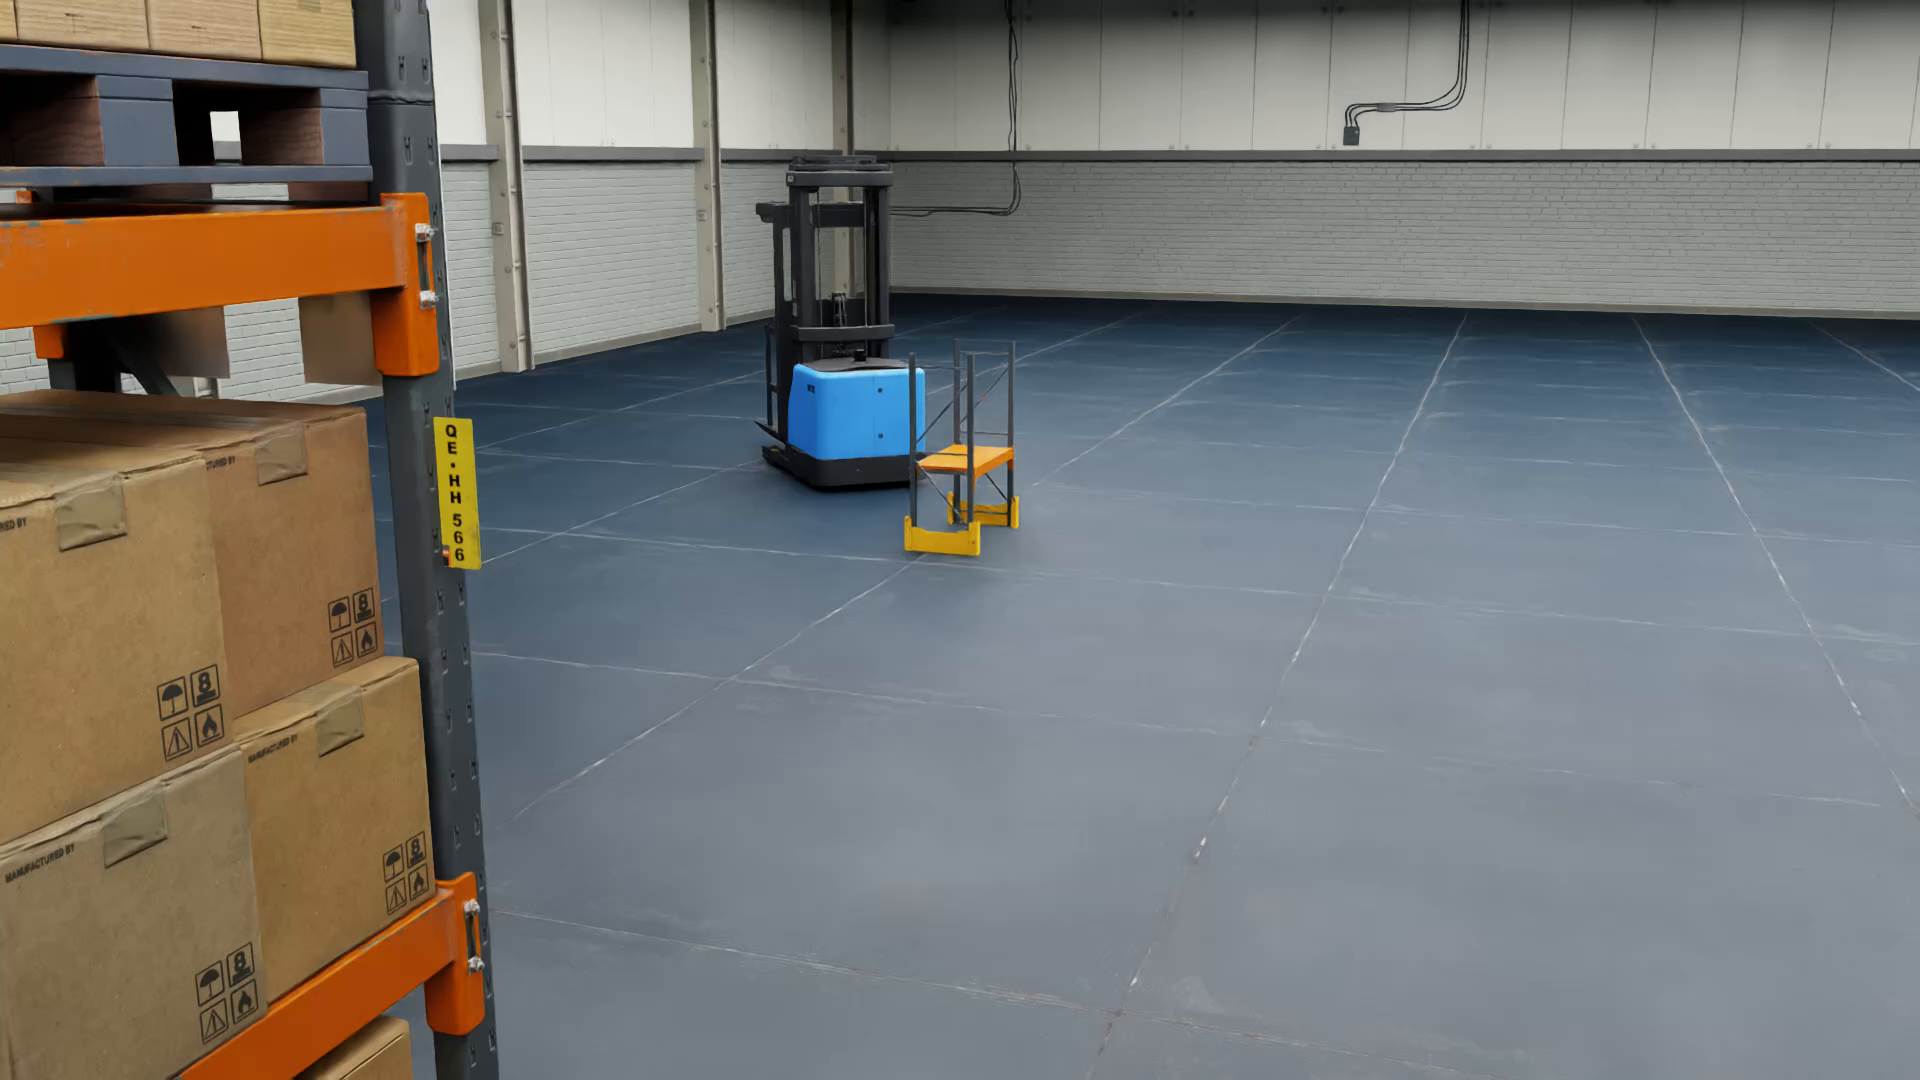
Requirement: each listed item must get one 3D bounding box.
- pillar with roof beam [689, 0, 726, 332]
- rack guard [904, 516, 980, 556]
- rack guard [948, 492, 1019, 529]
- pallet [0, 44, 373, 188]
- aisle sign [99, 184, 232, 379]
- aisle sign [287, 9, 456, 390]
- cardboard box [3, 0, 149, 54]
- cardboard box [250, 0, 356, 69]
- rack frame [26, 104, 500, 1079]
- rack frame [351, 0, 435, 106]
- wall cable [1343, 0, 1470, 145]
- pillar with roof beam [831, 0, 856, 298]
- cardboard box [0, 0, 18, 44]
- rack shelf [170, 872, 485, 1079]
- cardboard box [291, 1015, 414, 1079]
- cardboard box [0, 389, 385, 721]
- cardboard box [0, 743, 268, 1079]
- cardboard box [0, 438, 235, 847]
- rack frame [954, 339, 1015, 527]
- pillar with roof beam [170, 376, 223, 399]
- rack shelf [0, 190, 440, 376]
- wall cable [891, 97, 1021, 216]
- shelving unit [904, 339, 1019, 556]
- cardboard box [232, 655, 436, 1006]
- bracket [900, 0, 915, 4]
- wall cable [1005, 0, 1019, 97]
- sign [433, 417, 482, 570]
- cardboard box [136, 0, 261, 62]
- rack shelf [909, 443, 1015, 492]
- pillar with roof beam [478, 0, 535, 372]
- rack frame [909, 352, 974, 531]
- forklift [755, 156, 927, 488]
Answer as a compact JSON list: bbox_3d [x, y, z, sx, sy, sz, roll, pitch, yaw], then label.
[{"bbox_3d":[-0.236,-7.739,26.671,9.100,9.000,0.400,4,14,18],"label":"pillar with roof beam"},{"bbox_3d":[-0.136,-0.033,12.571,0.587,0.250,0.087,4,14,18],"label":"rack guard"},{"bbox_3d":[0.186,-0.243,13.490,0.587,0.250,0.087,4,14,18],"label":"rack guard"},{"bbox_3d":[-1.813,-0.723,2.872,1.003,0.211,1.213,4,14,18],"label":"pallet"},{"bbox_3d":[-1.844,-0.765,3.755,0.394,0.787,0.004,4,14,18],"label":"aisle sign"},{"bbox_3d":[-1.276,-0.721,3.565,0.394,0.787,0.004,4,14,18],"label":"aisle sign"},{"bbox_3d":[-1.534,-0.853,2.637,0.380,0.149,0.250,5,14,19],"label":"cardboard box"},{"bbox_3d":[-1.370,-0.960,3.107,0.380,0.149,0.250,4,14,18],"label":"cardboard box"},{"bbox_3d":[-1.583,0.539,3.884,1.000,3.000,0.127,4,14,18],"label":"rack frame"},{"bbox_3d":[-1.583,-2.385,3.216,1.000,3.000,0.127,4,14,18],"label":"rack frame"},{"bbox_3d":[8.814,-10.808,32.476,2.305,6.003,0.169,4,14,18],"label":"wall cable"},{"bbox_3d":[1.705,-9.002,32.206,9.100,9.000,0.548,4,14,18],"label":"pillar with roof beam"},{"bbox_3d":[-1.617,-0.799,2.404,0.380,0.149,0.250,4,14,19],"label":"cardboard box"},{"bbox_3d":[-2.230,1.311,2.119,1.077,0.370,4.000,4,14,18],"label":"rack shelf"},{"bbox_3d":[-1.740,1.518,3.427,0.875,0.875,0.875,4,14,19],"label":"cardboard box"},{"bbox_3d":[-1.739,0.015,3.417,0.875,0.550,0.550,4,14,18],"label":"cardboard box"},{"bbox_3d":[-1.817,0.665,2.996,0.875,0.550,0.550,4,14,18],"label":"cardboard box"},{"bbox_3d":[-1.830,0.138,2.881,0.875,0.550,0.550,4,14,18],"label":"cardboard box"},{"bbox_3d":[0.192,-0.856,13.369,0.500,1.500,0.032,4,14,18],"label":"rack frame"},{"bbox_3d":[-4.119,-5.212,15.601,9.100,9.000,0.400,4,14,18],"label":"pillar with roof beam"},{"bbox_3d":[-2.230,-0.151,1.785,1.077,0.370,4.000,4,14,18],"label":"rack shelf"},{"bbox_3d":[-0.164,-8.323,36.210,3.097,2.526,0.112,4,14,18],"label":"wall cable"},{"bbox_3d":[0.025,-0.747,12.891,0.587,1.500,1.083,4,14,18],"label":"shelving unit"},{"bbox_3d":[-1.660,0.548,3.511,0.875,0.550,0.550,4,14,18],"label":"cardboard box"},{"bbox_3d":[-1.132,-11.628,35.620,0.235,0.232,0.430,4,14,18],"label":"bracket"},{"bbox_3d":[2.396,-10.591,34.794,3.097,2.526,0.112,4,14,18],"label":"wall cable"},{"bbox_3d":[-1.074,-0.099,3.545,0.100,0.325,0.005,4,14,18],"label":"sign"},{"bbox_3d":[-1.452,-0.907,2.874,0.380,0.149,0.250,4,14,19],"label":"cardboard box"},{"bbox_3d":[0.028,-0.574,12.940,0.538,0.185,1.000,4,14,18],"label":"rack shelf"},{"bbox_3d":[-2.178,-6.475,21.136,9.100,9.000,0.400,4,14,18],"label":"pillar with roof beam"},{"bbox_3d":[-0.137,-0.642,12.431,0.500,1.500,0.032,4,14,18],"label":"rack frame"},{"bbox_3d":[-1.302,-2.183,15.966,1.130,2.935,3.031,-5,14,-20],"label":"forklift"}]
